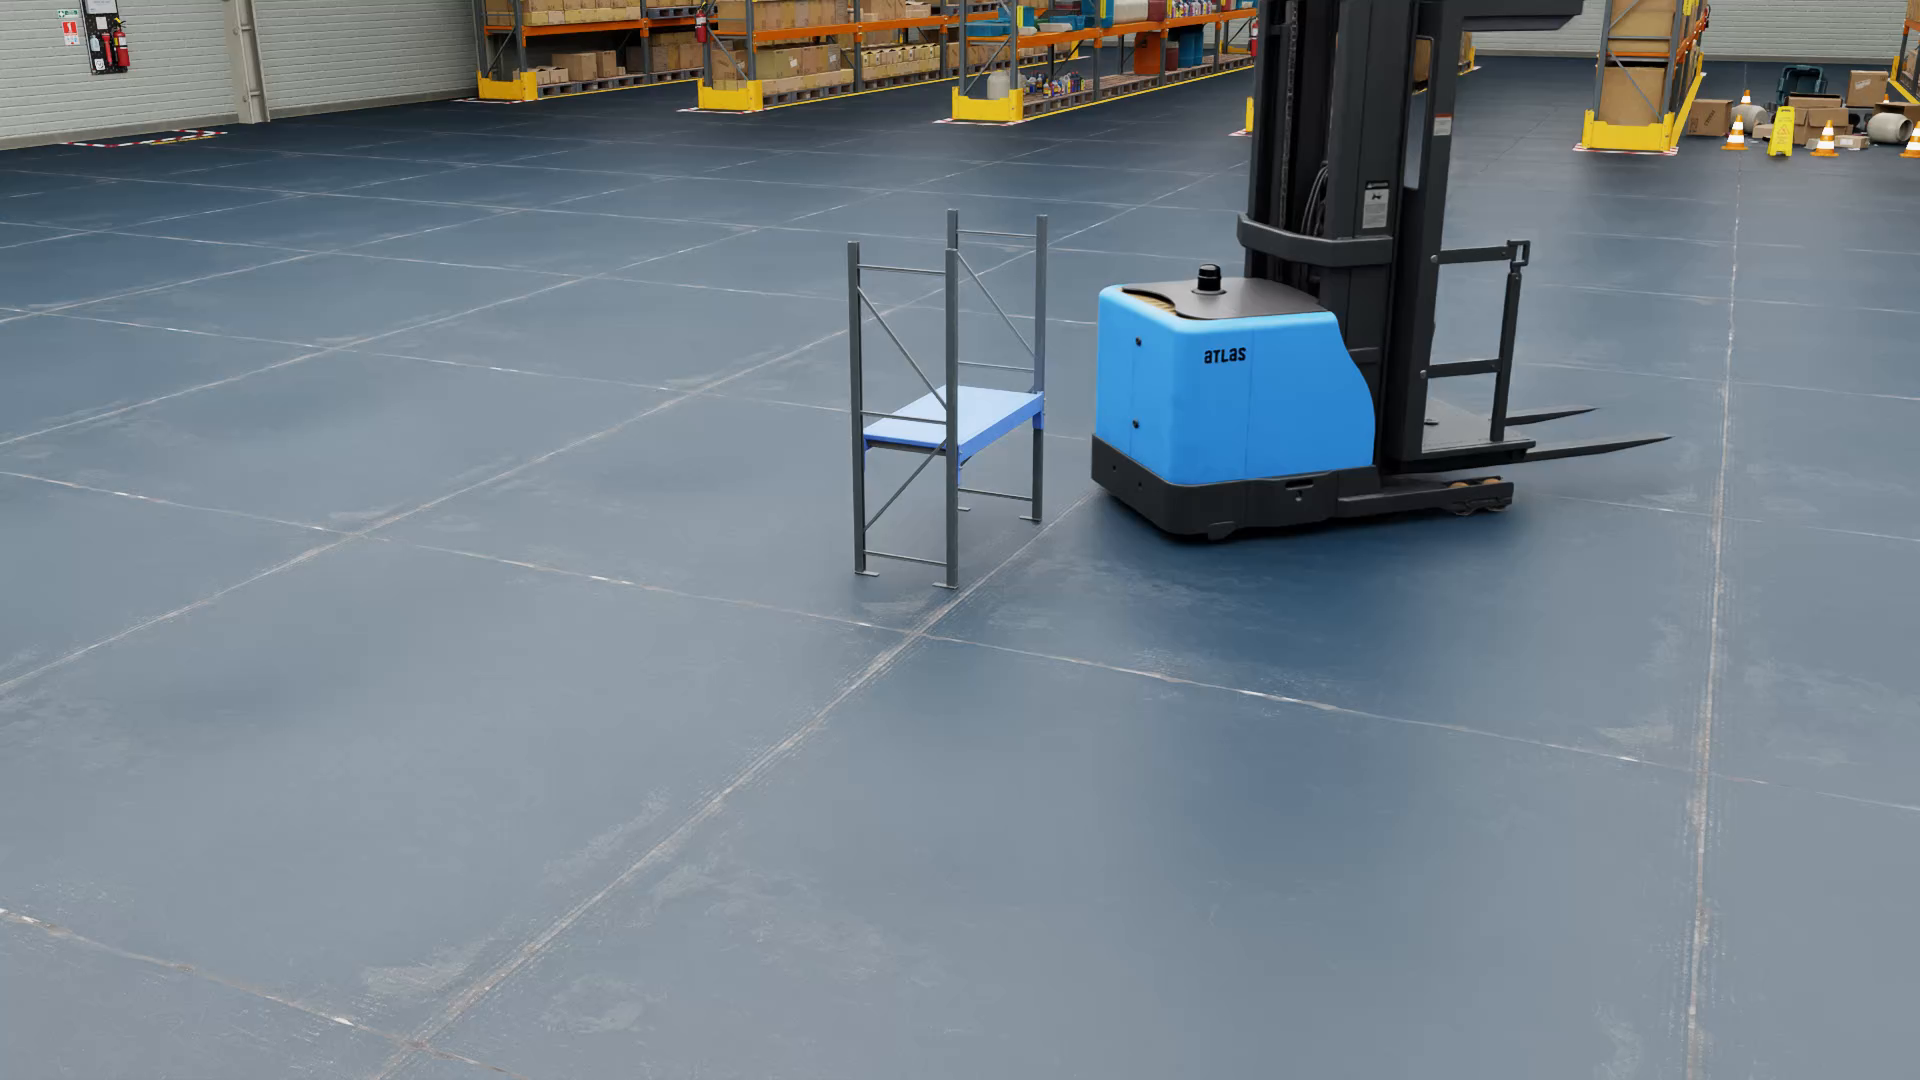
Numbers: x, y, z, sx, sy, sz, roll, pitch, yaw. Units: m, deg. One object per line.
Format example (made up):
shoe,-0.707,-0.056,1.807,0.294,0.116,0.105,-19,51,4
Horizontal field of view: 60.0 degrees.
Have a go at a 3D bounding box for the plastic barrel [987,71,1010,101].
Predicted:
plastic barrel,0.665,-7.622,28.011,0.421,0.512,0.421,0,20,0

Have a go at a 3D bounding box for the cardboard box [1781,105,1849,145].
cardboard box,12.435,-6.053,24.239,0.797,0.503,0.637,-5,20,-15

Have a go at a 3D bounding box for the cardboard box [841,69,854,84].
cardboard box,-2.404,-9.019,32.329,0.500,0.250,0.500,9,21,23

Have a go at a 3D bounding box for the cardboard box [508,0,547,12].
cardboard box,-8.103,-10.141,31.082,0.500,0.500,0.500,9,21,23

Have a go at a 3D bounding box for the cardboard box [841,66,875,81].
cardboard box,-2.023,-9.280,33.063,0.500,0.250,0.500,8,21,21

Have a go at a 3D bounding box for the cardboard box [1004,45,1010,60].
cardboard box,0.922,-11.573,39.109,0.500,0.500,0.500,8,21,22

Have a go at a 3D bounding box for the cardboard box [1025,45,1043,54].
cardboard box,1.627,-12.340,41.260,0.797,0.503,0.637,9,21,23

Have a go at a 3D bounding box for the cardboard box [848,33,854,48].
cardboard box,-3.050,-12.800,42.588,0.700,0.500,0.500,8,21,22

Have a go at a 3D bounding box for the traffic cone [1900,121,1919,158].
traffic cone,13.025,-5.459,22.627,0.336,0.463,0.334,9,21,23

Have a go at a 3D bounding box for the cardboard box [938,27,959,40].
cardboard box,-0.173,-11.543,37.905,0.500,0.250,0.500,8,21,22

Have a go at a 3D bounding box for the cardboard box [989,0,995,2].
cardboard box,0.464,-12.865,38.890,0.700,0.500,0.500,2,20,4

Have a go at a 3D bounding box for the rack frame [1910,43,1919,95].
rack frame,18.939,-10.014,31.649,1.000,3.000,0.127,9,21,23

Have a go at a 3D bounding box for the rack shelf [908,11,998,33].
rack shelf,0.043,-11.784,37.700,1.077,0.370,4.000,9,21,23

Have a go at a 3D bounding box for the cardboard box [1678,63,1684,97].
cardboard box,12.058,-8.136,29.099,1.050,0.750,0.750,9,21,24

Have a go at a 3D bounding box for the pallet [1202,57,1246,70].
pallet,6.144,-11.344,39.551,1.003,0.211,1.213,9,21,23

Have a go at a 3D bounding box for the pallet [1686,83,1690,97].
pallet,13.566,-8.736,32.217,1.003,0.211,1.213,9,21,23

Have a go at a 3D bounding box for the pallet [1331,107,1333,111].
pallet,5.881,-7.030,27.420,1.003,0.211,1.213,9,21,23

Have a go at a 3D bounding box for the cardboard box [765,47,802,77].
cardboard box,-3.233,-8.762,30.488,0.500,0.500,0.500,9,21,23

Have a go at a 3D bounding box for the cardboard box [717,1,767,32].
cardboard box,-3.849,-9.254,29.363,0.700,0.500,0.500,9,21,23

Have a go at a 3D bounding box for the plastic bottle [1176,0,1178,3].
plastic bottle,4.840,-11.945,37.253,0.061,0.283,0.133,9,21,23

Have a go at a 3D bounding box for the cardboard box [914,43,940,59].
cardboard box,-0.766,-10.484,35.611,0.500,0.311,0.500,9,22,24

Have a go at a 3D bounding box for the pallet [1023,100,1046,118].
pallet,0.791,-7.348,28.316,1.003,0.211,1.213,9,21,23

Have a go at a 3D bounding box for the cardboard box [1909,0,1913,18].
cardboard box,19.937,-11.018,34.324,0.500,0.500,0.500,8,21,22

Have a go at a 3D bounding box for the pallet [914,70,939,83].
pallet,-1.149,-9.951,35.635,1.003,0.211,1.213,9,21,23

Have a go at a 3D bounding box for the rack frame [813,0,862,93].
rack frame,-2.414,-10.288,32.422,1.000,3.000,0.127,9,21,23

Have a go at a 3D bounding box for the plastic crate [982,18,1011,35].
plastic crate,0.669,-8.706,28.196,0.499,0.251,0.408,9,21,23

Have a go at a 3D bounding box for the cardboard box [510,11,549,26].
cardboard box,-8.083,-9.788,31.210,0.500,0.250,0.500,8,21,21

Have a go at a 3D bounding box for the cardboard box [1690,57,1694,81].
cardboard box,14.309,-9.421,33.087,0.500,0.500,0.500,8,21,22

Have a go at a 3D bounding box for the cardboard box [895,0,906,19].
cardboard box,-1.448,-11.043,34.395,0.500,0.500,0.500,7,21,20

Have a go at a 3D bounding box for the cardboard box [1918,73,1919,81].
cardboard box,19.294,-9.182,32.507,0.875,0.438,0.875,8,21,22

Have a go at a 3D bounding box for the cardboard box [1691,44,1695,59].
cardboard box,13.669,-9.295,31.613,0.500,0.250,0.500,9,21,23

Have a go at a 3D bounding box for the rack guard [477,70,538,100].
rack guard,-8.541,-8.590,31.376,1.175,0.500,0.348,9,21,23

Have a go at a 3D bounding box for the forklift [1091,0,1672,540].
forklift,2.257,-1.660,8.263,3.031,2.935,1.130,-7,21,-18

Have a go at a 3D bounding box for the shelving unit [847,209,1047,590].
shelving unit,-0.035,-0.681,7.644,0.538,1.500,1.048,9,21,23

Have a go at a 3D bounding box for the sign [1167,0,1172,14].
sign,4.246,-10.834,33.712,0.100,0.325,0.005,9,21,23

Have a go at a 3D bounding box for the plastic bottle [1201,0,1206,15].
plastic bottle,5.302,-11.704,36.476,0.144,0.351,0.185,9,21,23

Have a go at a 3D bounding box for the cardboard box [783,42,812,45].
cardboard box,-3.087,-9.291,31.976,0.500,0.500,0.500,9,21,23

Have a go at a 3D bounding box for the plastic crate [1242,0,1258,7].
plastic crate,7.051,-13.193,40.446,0.616,0.435,0.499,9,21,23

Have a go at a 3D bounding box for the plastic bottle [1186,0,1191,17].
plastic bottle,4.851,-11.367,35.529,0.144,0.351,0.185,9,21,23

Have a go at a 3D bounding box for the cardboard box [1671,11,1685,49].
cardboard box,10.128,-7.509,24.383,0.875,0.550,0.550,9,21,23

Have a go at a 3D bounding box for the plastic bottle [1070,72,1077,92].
plastic bottle,2.024,-8.272,30.048,0.144,0.351,0.185,7,21,20

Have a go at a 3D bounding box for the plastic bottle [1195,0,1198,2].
plastic bottle,5.170,-11.724,36.531,0.144,0.351,0.185,9,21,23

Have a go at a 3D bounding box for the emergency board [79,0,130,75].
emergency board,-12.579,-7.492,24.560,0.194,1.169,0.643,9,21,23

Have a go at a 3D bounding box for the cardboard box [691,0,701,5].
cardboard box,-5.970,-11.915,36.190,0.700,0.500,0.500,9,21,23

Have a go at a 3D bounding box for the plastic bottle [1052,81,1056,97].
plastic bottle,1.633,-7.923,29.185,0.097,0.271,0.097,0,20,0

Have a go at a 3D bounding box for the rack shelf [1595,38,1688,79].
rack shelf,10.287,-7.266,24.997,1.077,0.370,4.000,9,21,23

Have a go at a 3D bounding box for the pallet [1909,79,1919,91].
pallet,19.322,-8.922,32.740,1.003,0.211,1.213,9,21,23

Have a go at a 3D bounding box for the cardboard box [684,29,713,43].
cardboard box,-5.835,-11.180,36.883,0.500,0.250,0.500,9,21,24

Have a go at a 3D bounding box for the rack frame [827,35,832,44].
rack frame,-3.659,-13.412,41.206,1.000,3.000,0.127,9,21,23

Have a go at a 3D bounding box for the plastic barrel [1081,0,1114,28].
plastic barrel,2.538,-9.920,30.638,0.600,0.901,0.708,9,21,23

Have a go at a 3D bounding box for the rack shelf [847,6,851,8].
rack shelf,-2.840,-13.685,43.046,1.077,0.370,4.000,9,21,23

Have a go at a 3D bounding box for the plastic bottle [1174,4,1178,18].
plastic bottle,4.500,-11.039,34.708,0.061,0.283,0.133,9,21,23

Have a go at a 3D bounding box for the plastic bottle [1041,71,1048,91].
plastic bottle,1.526,-8.357,30.288,0.144,0.351,0.185,9,21,23

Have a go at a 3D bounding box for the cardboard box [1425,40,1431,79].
cardboard box,8.934,-9.827,33.669,1.225,0.875,0.875,9,21,23

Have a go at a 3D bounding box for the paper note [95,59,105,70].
paper note,-12.714,-7.033,24.582,0.016,0.148,0.142,9,21,23

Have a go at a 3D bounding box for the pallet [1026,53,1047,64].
pallet,1.642,-12.004,41.408,1.003,0.211,1.213,9,21,23
